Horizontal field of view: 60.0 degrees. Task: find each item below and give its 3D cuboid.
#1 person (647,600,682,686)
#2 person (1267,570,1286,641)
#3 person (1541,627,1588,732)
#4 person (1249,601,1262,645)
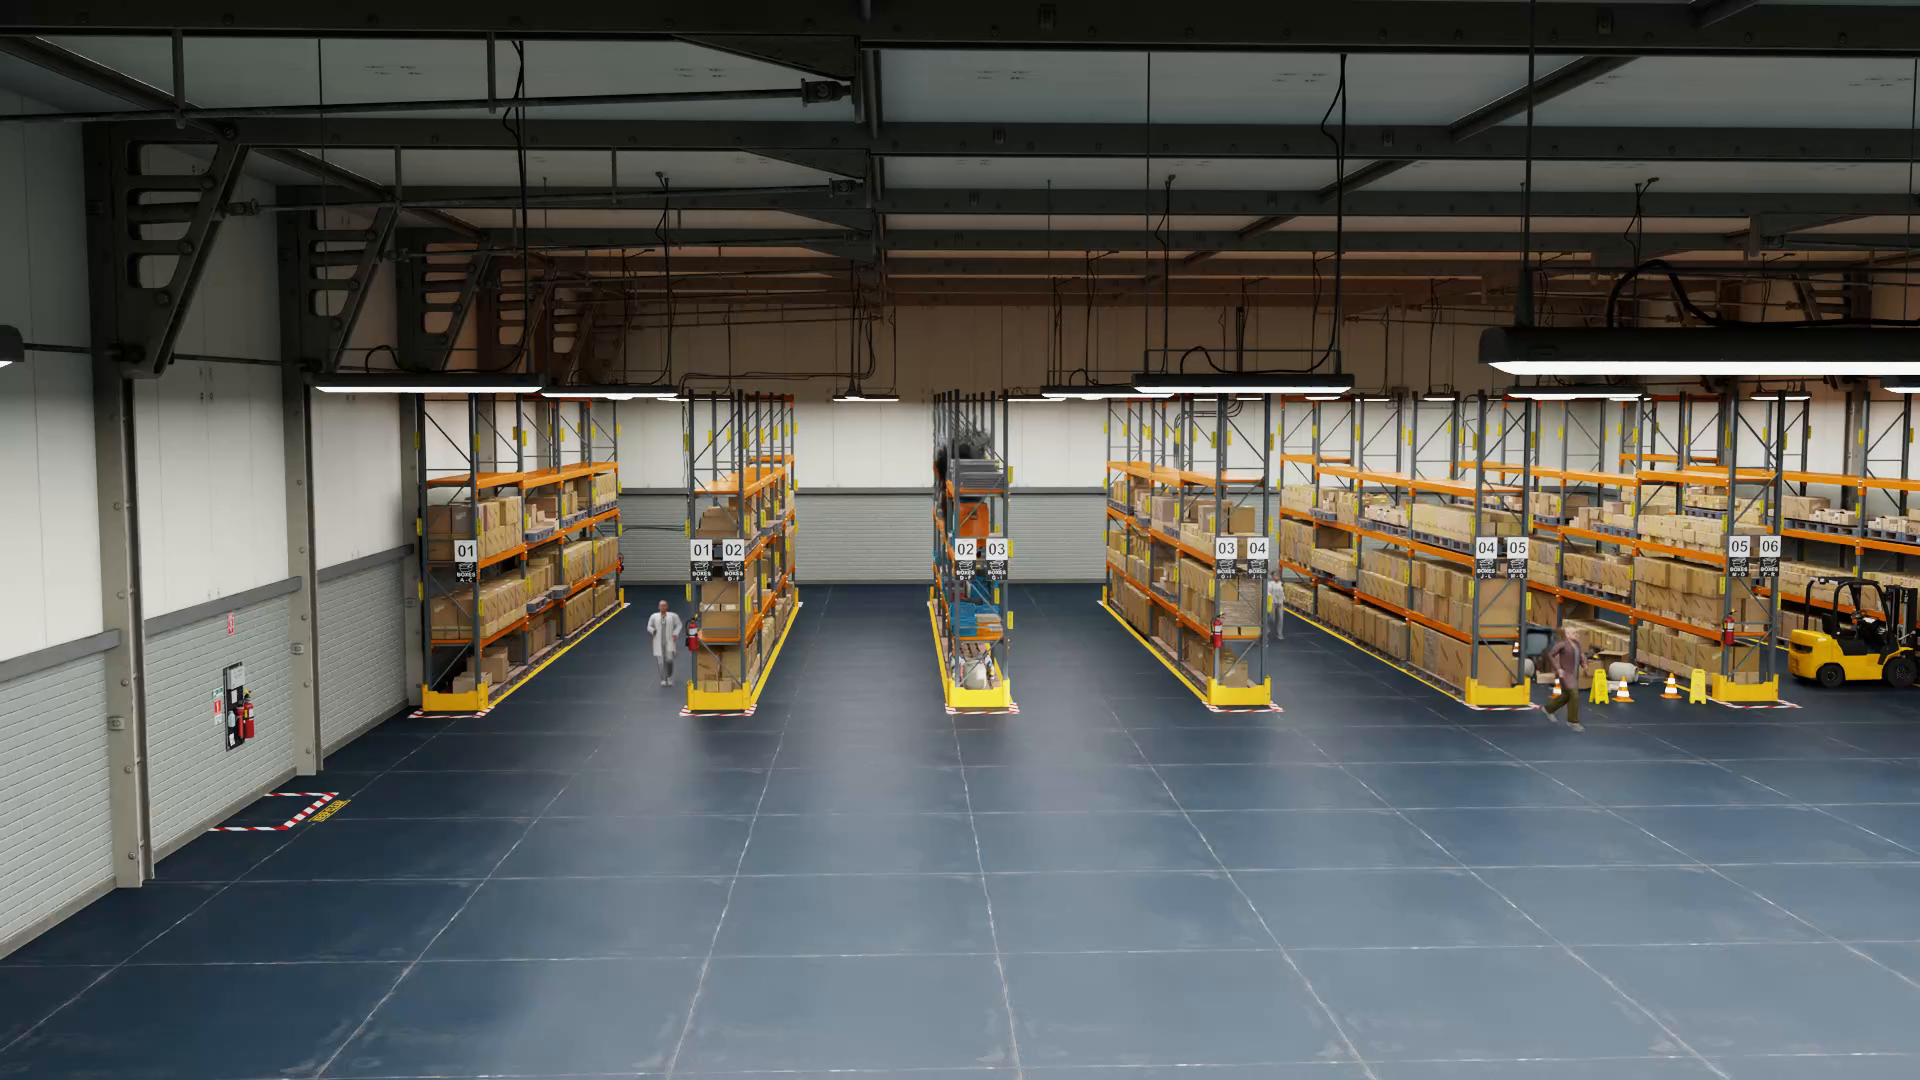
[{"bbox_3d":[-5.981,2.103,33.646,0.687,1.751,0.690,-1,5,-7],"label":"person"},{"bbox_3d":[7.707,1.565,40.595,0.616,1.692,0.901,-1,5,-16],"label":"person"},{"bbox_3d":[10.722,2.433,29.443,0.700,1.825,0.920,-4,6,-37],"label":"person"},{"bbox_3d":[6.976,1.630,39.589,0.658,1.738,0.601,-1,5,-11],"label":"person"}]
